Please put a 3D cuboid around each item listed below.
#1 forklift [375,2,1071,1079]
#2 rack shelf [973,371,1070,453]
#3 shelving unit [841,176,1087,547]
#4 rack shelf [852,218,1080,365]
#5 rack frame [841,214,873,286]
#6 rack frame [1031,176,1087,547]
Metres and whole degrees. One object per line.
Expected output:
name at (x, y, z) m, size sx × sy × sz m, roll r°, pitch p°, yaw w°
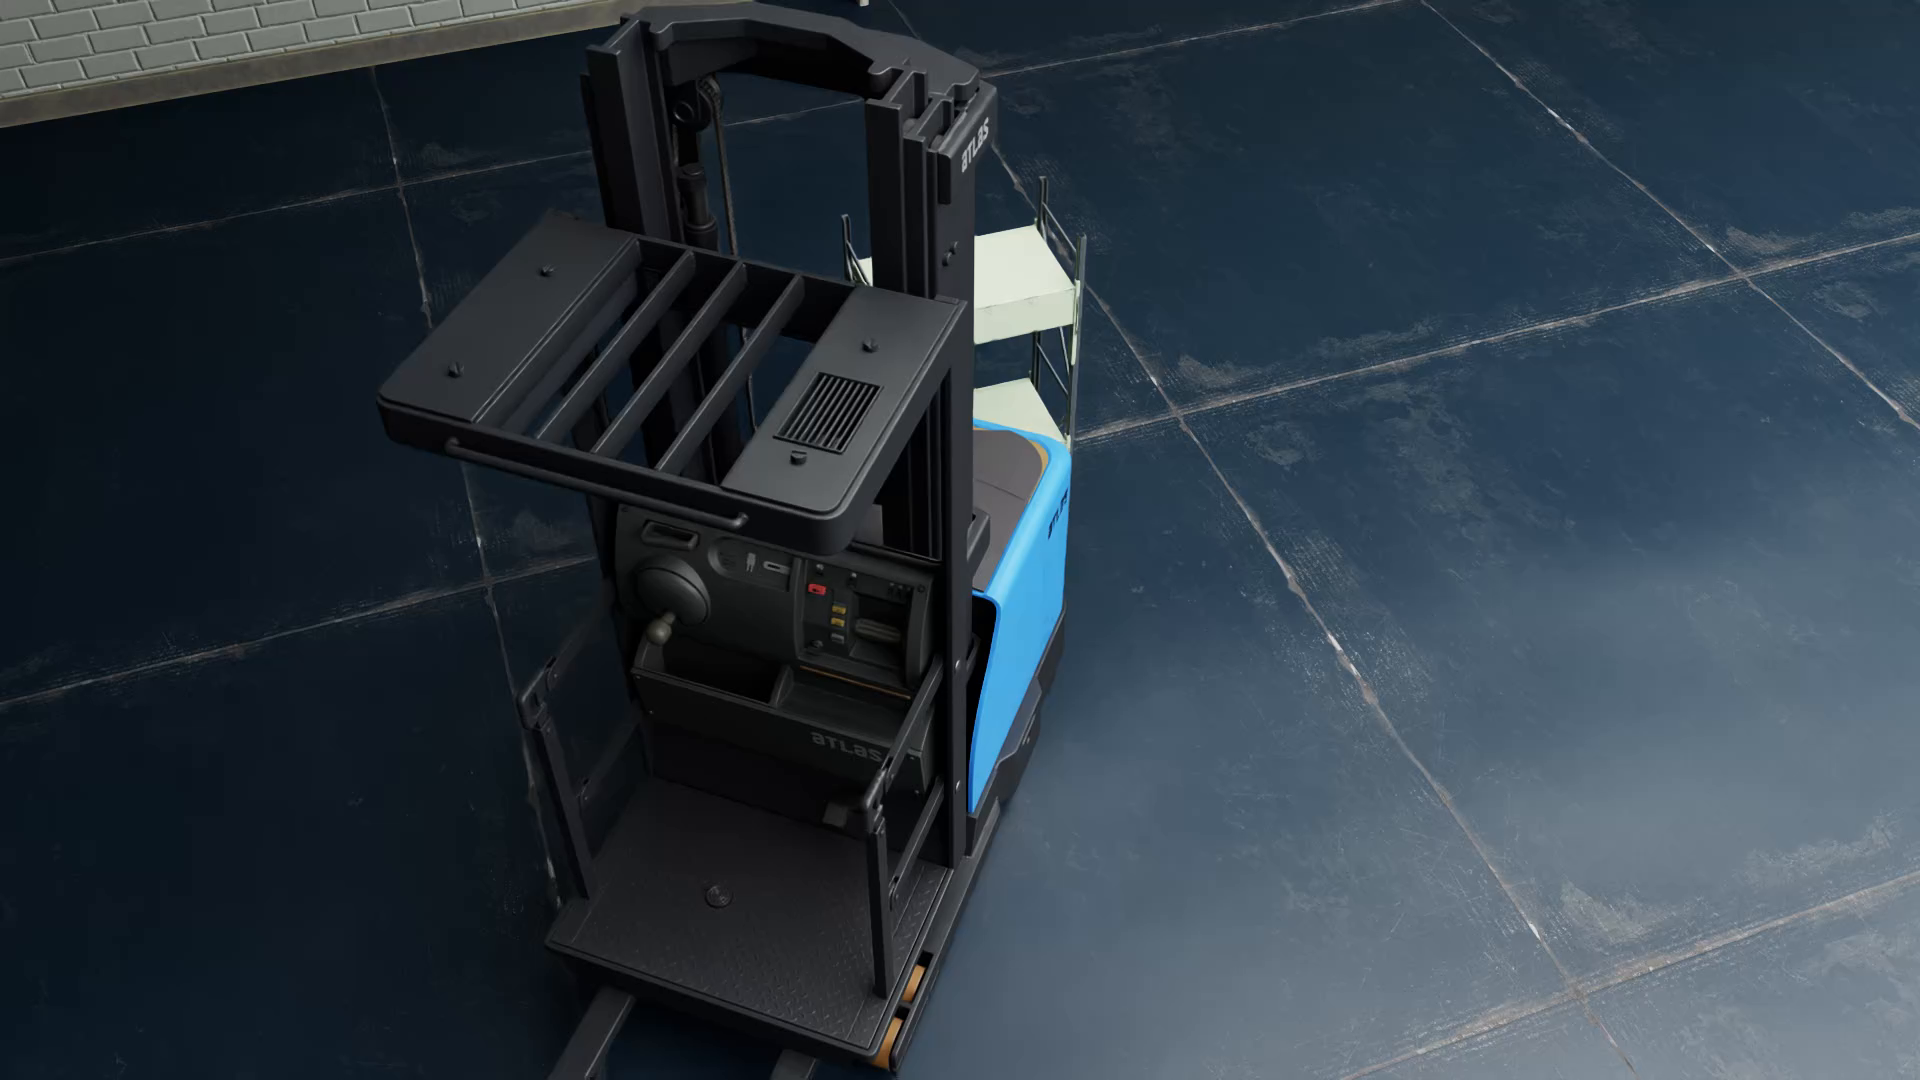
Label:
forklift at (-0.595, 0.254, 4.428) m, size 1.130 × 2.935 × 3.031 m, roll 15°, pitch 47°, yaw 14°
rack shelf at (0.010, -0.317, 6.467) m, size 0.720 × 0.370 × 0.431 m, roll -14°, pitch 47°, yaw -13°
shelving unit at (0.010, -0.547, 6.236) m, size 0.755 × 1.500 × 0.431 m, roll -14°, pitch 47°, yaw -13°
rack shelf at (0.010, -0.822, 5.960) m, size 0.720 × 0.370 × 0.431 m, roll -14°, pitch 47°, yaw -13°
rack frame at (-0.336, -0.463, 6.152) m, size 0.023 × 1.500 × 0.400 m, roll -14°, pitch 47°, yaw -13°
rack frame at (0.357, -0.631, 6.320) m, size 0.023 × 1.500 × 0.400 m, roll -14°, pitch 47°, yaw -13°
